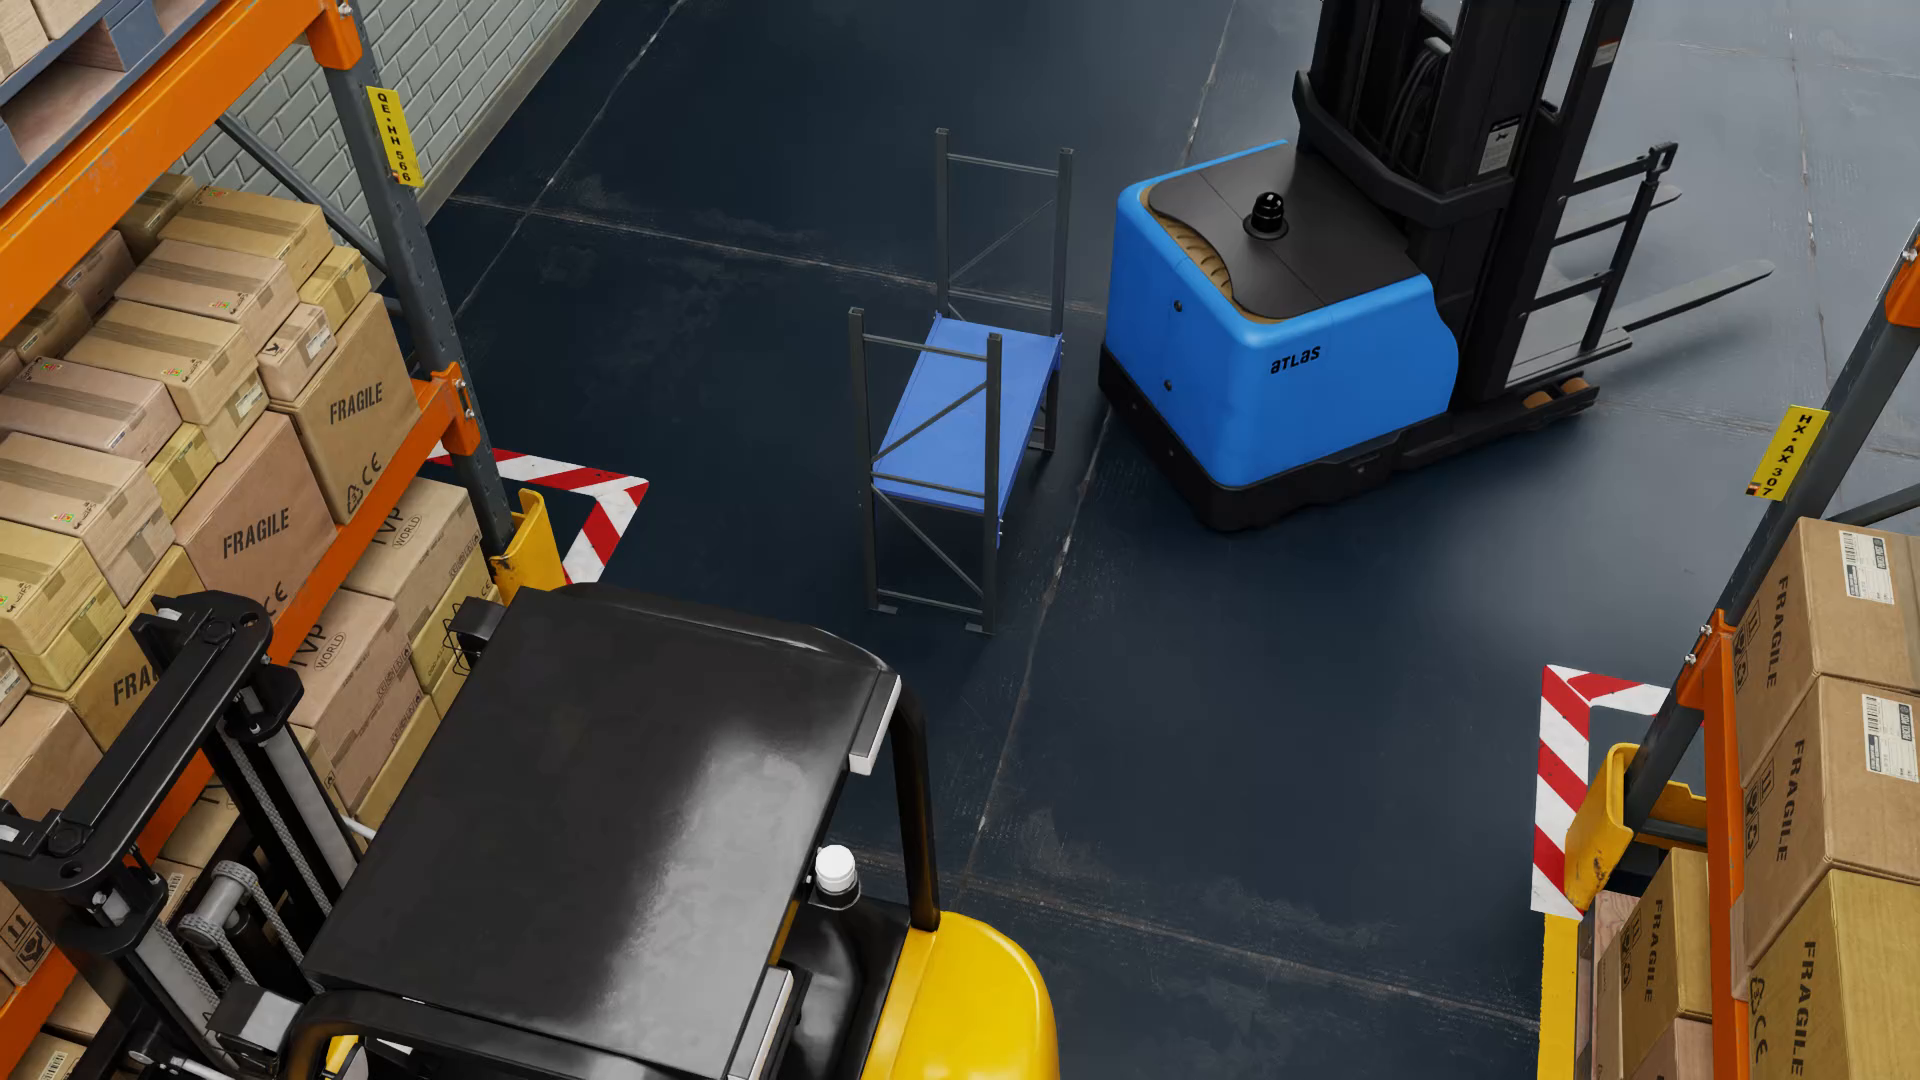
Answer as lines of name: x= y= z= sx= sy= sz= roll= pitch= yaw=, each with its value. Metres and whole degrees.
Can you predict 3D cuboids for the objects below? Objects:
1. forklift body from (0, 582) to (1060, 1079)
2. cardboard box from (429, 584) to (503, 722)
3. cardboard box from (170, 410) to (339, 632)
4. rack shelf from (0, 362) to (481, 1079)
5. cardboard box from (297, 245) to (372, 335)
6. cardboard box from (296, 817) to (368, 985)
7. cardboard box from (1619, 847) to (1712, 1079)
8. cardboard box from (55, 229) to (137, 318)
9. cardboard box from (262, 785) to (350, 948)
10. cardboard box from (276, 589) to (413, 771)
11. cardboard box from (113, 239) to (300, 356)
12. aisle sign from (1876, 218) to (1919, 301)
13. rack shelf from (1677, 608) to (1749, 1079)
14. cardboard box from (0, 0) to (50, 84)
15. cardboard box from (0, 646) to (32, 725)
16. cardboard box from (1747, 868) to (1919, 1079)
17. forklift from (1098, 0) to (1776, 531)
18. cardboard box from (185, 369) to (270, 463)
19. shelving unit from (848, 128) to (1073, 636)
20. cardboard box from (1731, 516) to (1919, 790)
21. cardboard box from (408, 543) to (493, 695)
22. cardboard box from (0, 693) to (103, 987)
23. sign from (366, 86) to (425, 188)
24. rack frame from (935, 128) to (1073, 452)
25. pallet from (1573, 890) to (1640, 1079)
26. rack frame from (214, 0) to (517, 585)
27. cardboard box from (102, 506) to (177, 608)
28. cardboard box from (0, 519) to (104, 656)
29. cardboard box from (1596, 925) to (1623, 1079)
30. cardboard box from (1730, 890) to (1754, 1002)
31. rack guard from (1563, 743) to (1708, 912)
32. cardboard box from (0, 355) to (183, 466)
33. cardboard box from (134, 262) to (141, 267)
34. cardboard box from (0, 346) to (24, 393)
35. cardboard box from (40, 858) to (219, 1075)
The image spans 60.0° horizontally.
forklift body: x=-0.873 y=1.208 z=4.168 sx=2.313 sy=2.155 sz=1.214 roll=12 pitch=50 yaw=10
cardboard box: x=-1.953 y=0.369 z=5.896 sx=0.500 sy=0.250 sz=0.500 roll=12 pitch=50 yaw=10
cardboard box: x=-2.155 y=-0.056 z=4.651 sx=0.500 sy=0.500 sz=0.500 roll=13 pitch=50 yaw=11
rack shelf: x=-2.660 y=0.880 z=4.371 sx=1.077 sy=0.370 sz=4.000 roll=12 pitch=50 yaw=10
cardboard box: x=-1.955 y=-0.746 z=4.827 sx=0.380 sy=0.149 sz=0.250 roll=12 pitch=50 yaw=11
cardboard box: x=-2.233 y=1.087 z=5.263 sx=0.500 sy=0.250 sz=0.500 roll=12 pitch=50 yaw=10
cardboard box: x=2.171 y=1.242 z=4.626 sx=0.500 sy=0.500 sz=0.500 roll=10 pitch=49 yaw=9
cardboard box: x=-2.559 y=-0.770 z=4.650 sx=0.380 sy=0.149 sz=0.250 roll=13 pitch=50 yaw=11
cardboard box: x=-2.218 y=0.953 z=5.047 sx=0.500 sy=0.250 sz=0.500 roll=11 pitch=49 yaw=9
cardboard box: x=-2.083 y=0.401 z=5.201 sx=0.500 sy=0.250 sz=0.500 roll=12 pitch=50 yaw=11
cardboard box: x=-2.060 y=-0.665 z=4.558 sx=0.380 sy=0.149 sz=0.250 roll=12 pitch=50 yaw=10
aisle sign: x=2.373 y=-0.794 z=3.635 sx=0.394 sy=0.787 sz=0.004 roll=12 pitch=50 yaw=10
rack shelf: x=2.130 y=1.857 z=3.509 sx=1.077 sy=0.370 sz=4.000 roll=12 pitch=50 yaw=10
cardboard box: x=-2.126 y=-1.082 z=3.365 sx=0.396 sy=0.266 sz=0.258 roll=12 pitch=50 yaw=10
cardboard box: x=-2.421 y=0.350 z=3.860 sx=0.380 sy=0.149 sz=0.250 roll=11 pitch=50 yaw=10
cardboard box: x=1.998 y=1.073 z=3.456 sx=0.500 sy=0.500 sz=0.500 roll=11 pitch=49 yaw=9
forklift: x=2.151 y=-1.777 z=6.282 sx=3.031 sy=2.935 sz=1.130 roll=-20 pitch=52 yaw=-17
cardboard box: x=-2.121 y=-0.380 z=4.504 sx=0.380 sy=0.149 sz=0.250 roll=12 pitch=50 yaw=11
shelving unit: x=0.022 y=-0.558 z=6.161 sx=0.538 sy=1.500 sz=1.048 roll=12 pitch=50 yaw=10
cardboard box: x=2.264 y=0.329 z=4.113 sx=0.500 sy=0.500 sz=0.500 roll=11 pitch=49 yaw=9
cardboard box: x=-1.960 y=0.215 z=5.699 sx=0.500 sy=0.250 sz=0.500 roll=11 pitch=49 yaw=10
cardboard box: x=-2.412 y=0.680 z=4.001 sx=0.500 sy=0.500 sz=0.500 roll=12 pitch=50 yaw=10
sign: x=-1.614 y=-1.149 z=4.752 sx=0.100 sy=0.325 sz=0.005 roll=12 pitch=50 yaw=10
rack frame: x=0.156 y=-0.926 z=6.486 sx=0.500 sy=1.500 sz=0.032 roll=12 pitch=50 yaw=10
pallet: x=2.388 y=1.731 z=5.000 sx=1.003 sy=0.211 sz=1.213 roll=12 pitch=50 yaw=10
rack frame: x=-2.134 y=-0.804 z=5.378 sx=1.000 sy=3.000 sz=0.127 roll=12 pitch=50 yaw=10
cardboard box: x=-2.222 y=0.000 z=4.169 sx=0.380 sy=0.149 sz=0.250 roll=10 pitch=49 yaw=9
cardboard box: x=-2.264 y=0.093 z=3.888 sx=0.380 sy=0.149 sz=0.250 roll=12 pitch=50 yaw=11
cardboard box: x=2.177 y=1.472 z=4.923 sx=0.500 sy=0.250 sz=0.500 roll=11 pitch=50 yaw=10
cardboard box: x=2.055 y=0.996 z=3.956 sx=0.380 sy=0.149 sz=0.250 roll=12 pitch=50 yaw=11
rack guard: x=2.636 y=1.055 z=5.405 sx=1.175 sy=0.500 sz=0.348 roll=12 pitch=50 yaw=10
cardboard box: x=-2.240 y=-0.305 z=4.240 sx=0.380 sy=0.149 sz=0.250 roll=12 pitch=50 yaw=10
cardboard box: x=-2.473 y=-0.858 z=4.926 sx=0.380 sy=0.149 sz=0.250 roll=10 pitch=49 yaw=9
cardboard box: x=-2.665 y=-0.397 z=4.321 sx=0.380 sy=0.149 sz=0.250 roll=12 pitch=50 yaw=10
cardboard box: x=-2.347 y=1.133 z=4.555 sx=0.500 sy=0.250 sz=0.500 roll=11 pitch=49 yaw=9
